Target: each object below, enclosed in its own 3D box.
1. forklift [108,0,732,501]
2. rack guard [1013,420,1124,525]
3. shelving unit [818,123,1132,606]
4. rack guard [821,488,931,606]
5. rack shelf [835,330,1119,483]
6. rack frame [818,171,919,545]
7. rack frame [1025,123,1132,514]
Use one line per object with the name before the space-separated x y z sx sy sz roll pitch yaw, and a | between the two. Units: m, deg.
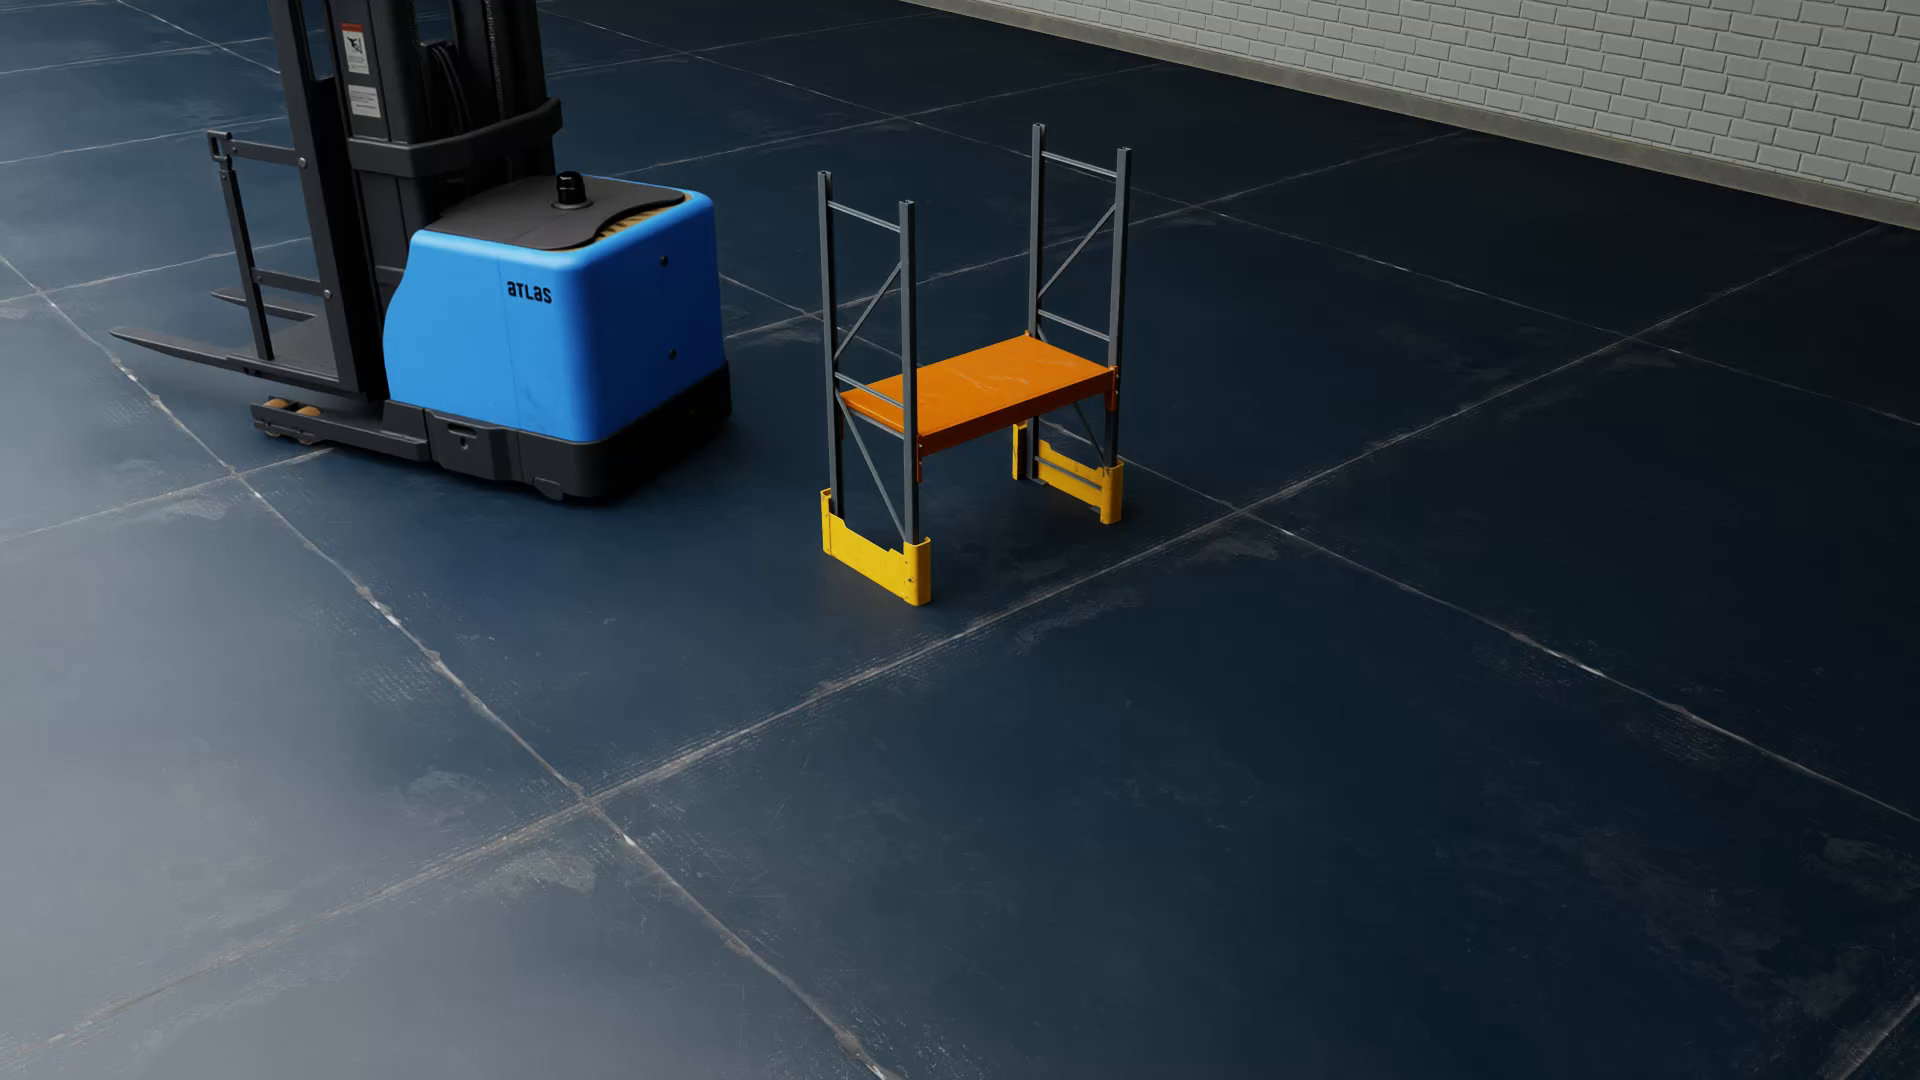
forklift | -2.582 -1.921 7.054 3.031 2.935 1.130 13 31 23
rack guard | 0.437 -0.286 6.840 0.087 0.250 0.587 -22 35 -35
shelving unit | 0.058 -0.685 6.260 1.083 1.500 0.587 -22 35 -35
rack guard | -0.321 0.019 6.269 0.087 0.250 0.587 -22 35 -35
rack shelf | 0.065 -0.529 6.350 1.000 0.185 0.538 -22 35 -35
rack frame | -0.322 -0.532 5.974 0.032 1.500 0.500 -22 35 -35
rack frame | 0.452 -0.843 6.556 0.032 1.500 0.500 -22 35 -35
